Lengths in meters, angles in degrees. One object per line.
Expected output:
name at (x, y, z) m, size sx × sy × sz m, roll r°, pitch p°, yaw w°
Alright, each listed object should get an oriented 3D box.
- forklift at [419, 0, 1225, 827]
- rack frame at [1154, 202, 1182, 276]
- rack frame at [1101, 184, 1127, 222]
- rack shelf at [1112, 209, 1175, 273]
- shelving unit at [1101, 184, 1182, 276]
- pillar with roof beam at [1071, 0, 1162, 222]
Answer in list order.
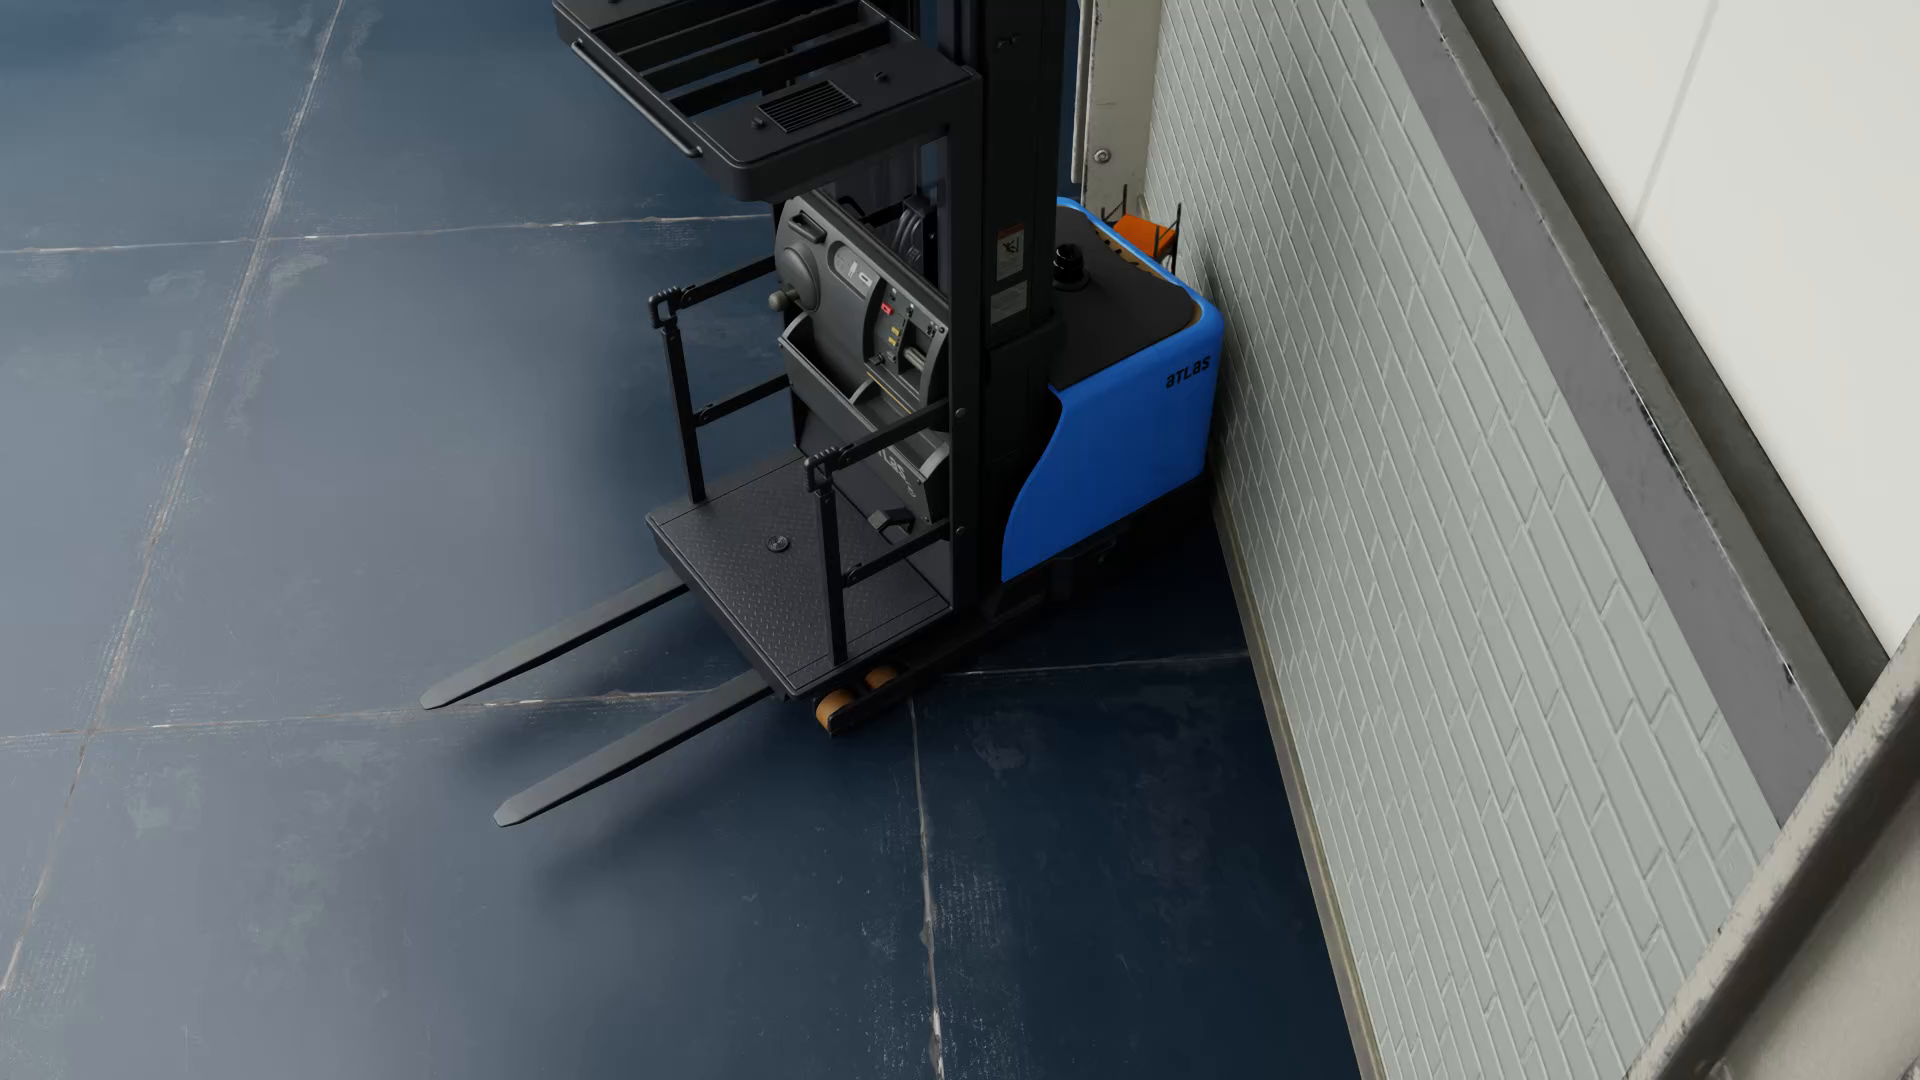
forklift at (-0.505, -0.741, 5.433) m, size 3.031 × 2.935 × 1.130 m, roll -28°, pitch 53°, yaw -24°
rack frame at (0.825, -0.908, 6.881) m, size 0.008 × 1.050 × 0.200 m, roll 25°, pitch 52°, yaw 23°
rack frame at (0.620, -1.002, 6.975) m, size 0.008 × 1.050 × 0.200 m, roll 25°, pitch 52°, yaw 23°
rack shelf at (0.718, -1.143, 6.731) m, size 0.240 × 0.259 × 0.215 m, roll 25°, pitch 52°, yaw 23°
shelving unit at (0.722, -0.955, 6.928) m, size 0.252 × 1.050 × 0.215 m, roll 25°, pitch 52°, yaw 23°
pillar with roof beam at (-3.552, -4.558, 4.869) m, size 9.100 × 9.000 × 0.400 m, roll -3°, pitch 47°, yaw -3°
